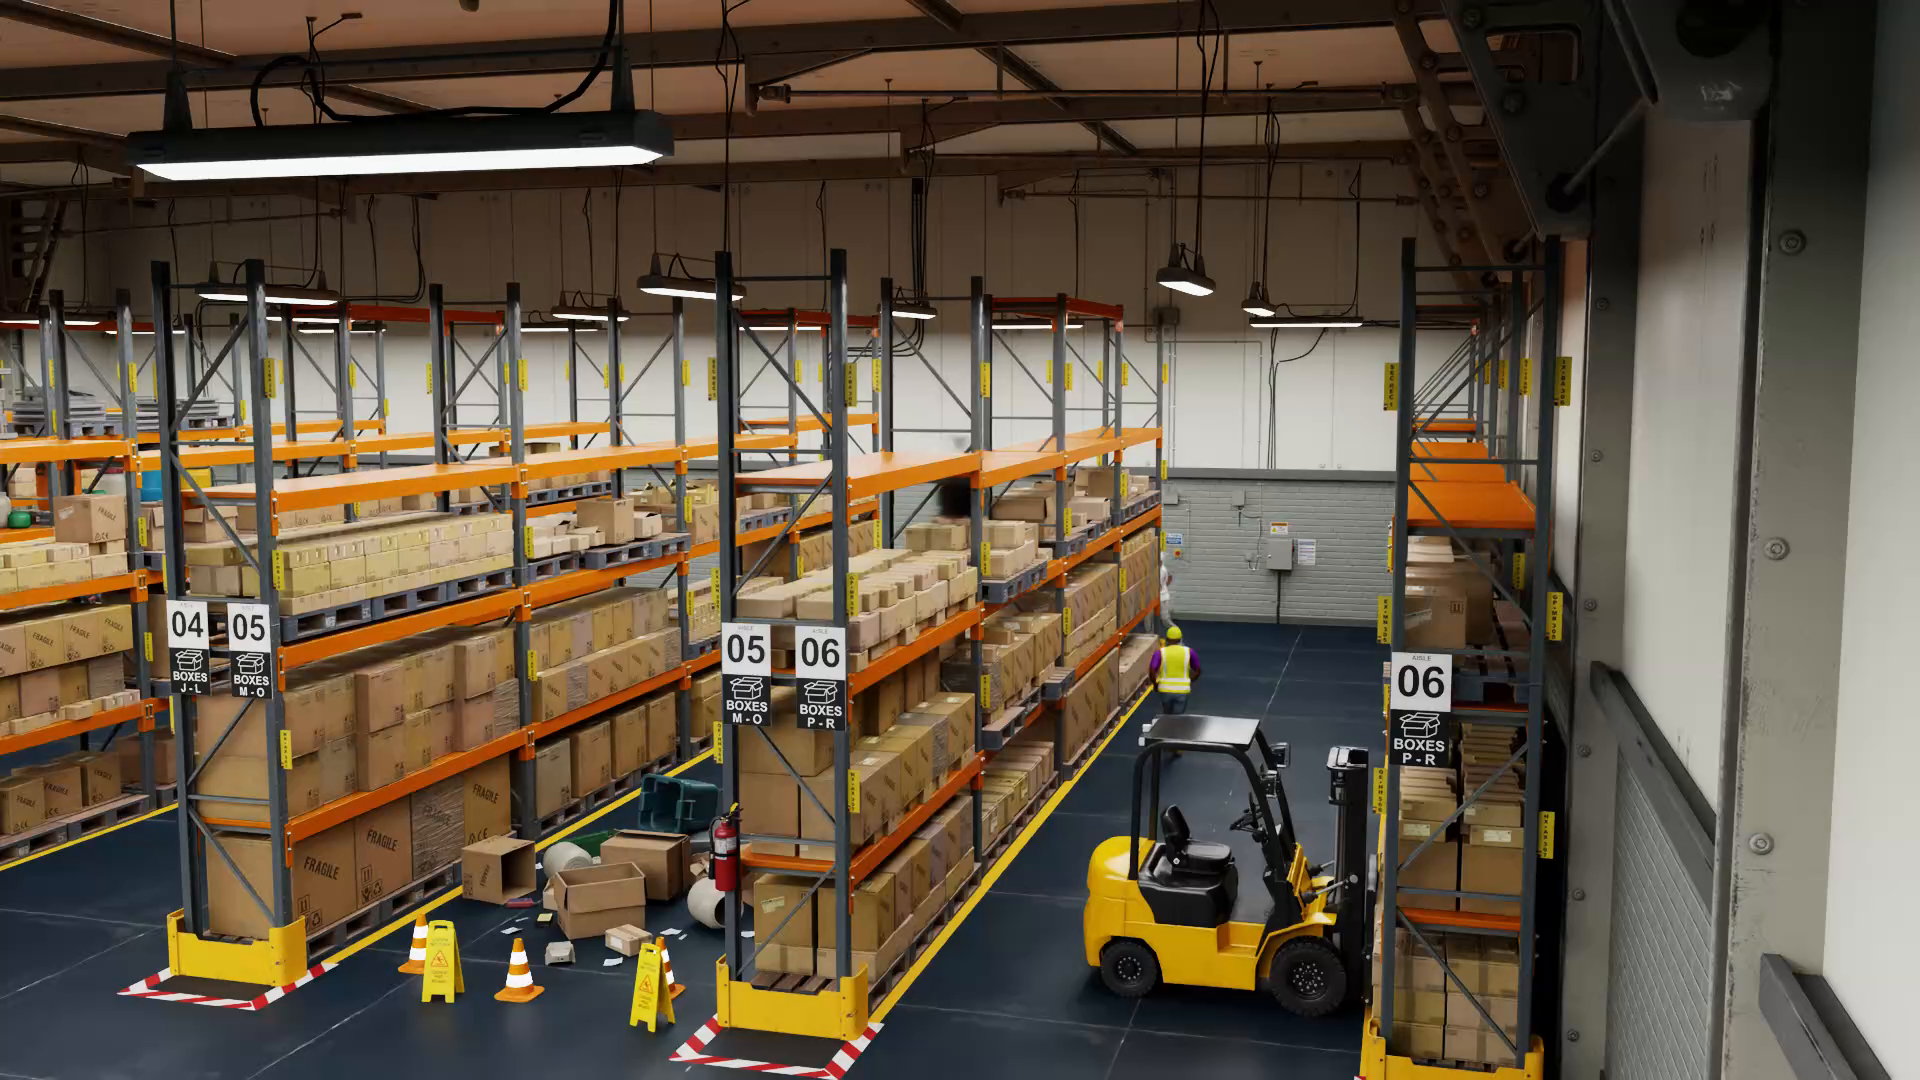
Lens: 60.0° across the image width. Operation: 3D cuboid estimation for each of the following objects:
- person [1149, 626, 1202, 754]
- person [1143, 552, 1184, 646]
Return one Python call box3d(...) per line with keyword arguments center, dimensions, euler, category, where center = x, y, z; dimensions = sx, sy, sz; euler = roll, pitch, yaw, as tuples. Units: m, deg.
box3d(center=(2.834, 2.012, 21.891), dimensions=(0.688, 1.716, 0.671), euler=(1, 6, 8), category="person")
box3d(center=(3.586, 1.117, 29.881), dimensions=(0.873, 1.843, 0.673), euler=(0, 6, -2), category="person")
